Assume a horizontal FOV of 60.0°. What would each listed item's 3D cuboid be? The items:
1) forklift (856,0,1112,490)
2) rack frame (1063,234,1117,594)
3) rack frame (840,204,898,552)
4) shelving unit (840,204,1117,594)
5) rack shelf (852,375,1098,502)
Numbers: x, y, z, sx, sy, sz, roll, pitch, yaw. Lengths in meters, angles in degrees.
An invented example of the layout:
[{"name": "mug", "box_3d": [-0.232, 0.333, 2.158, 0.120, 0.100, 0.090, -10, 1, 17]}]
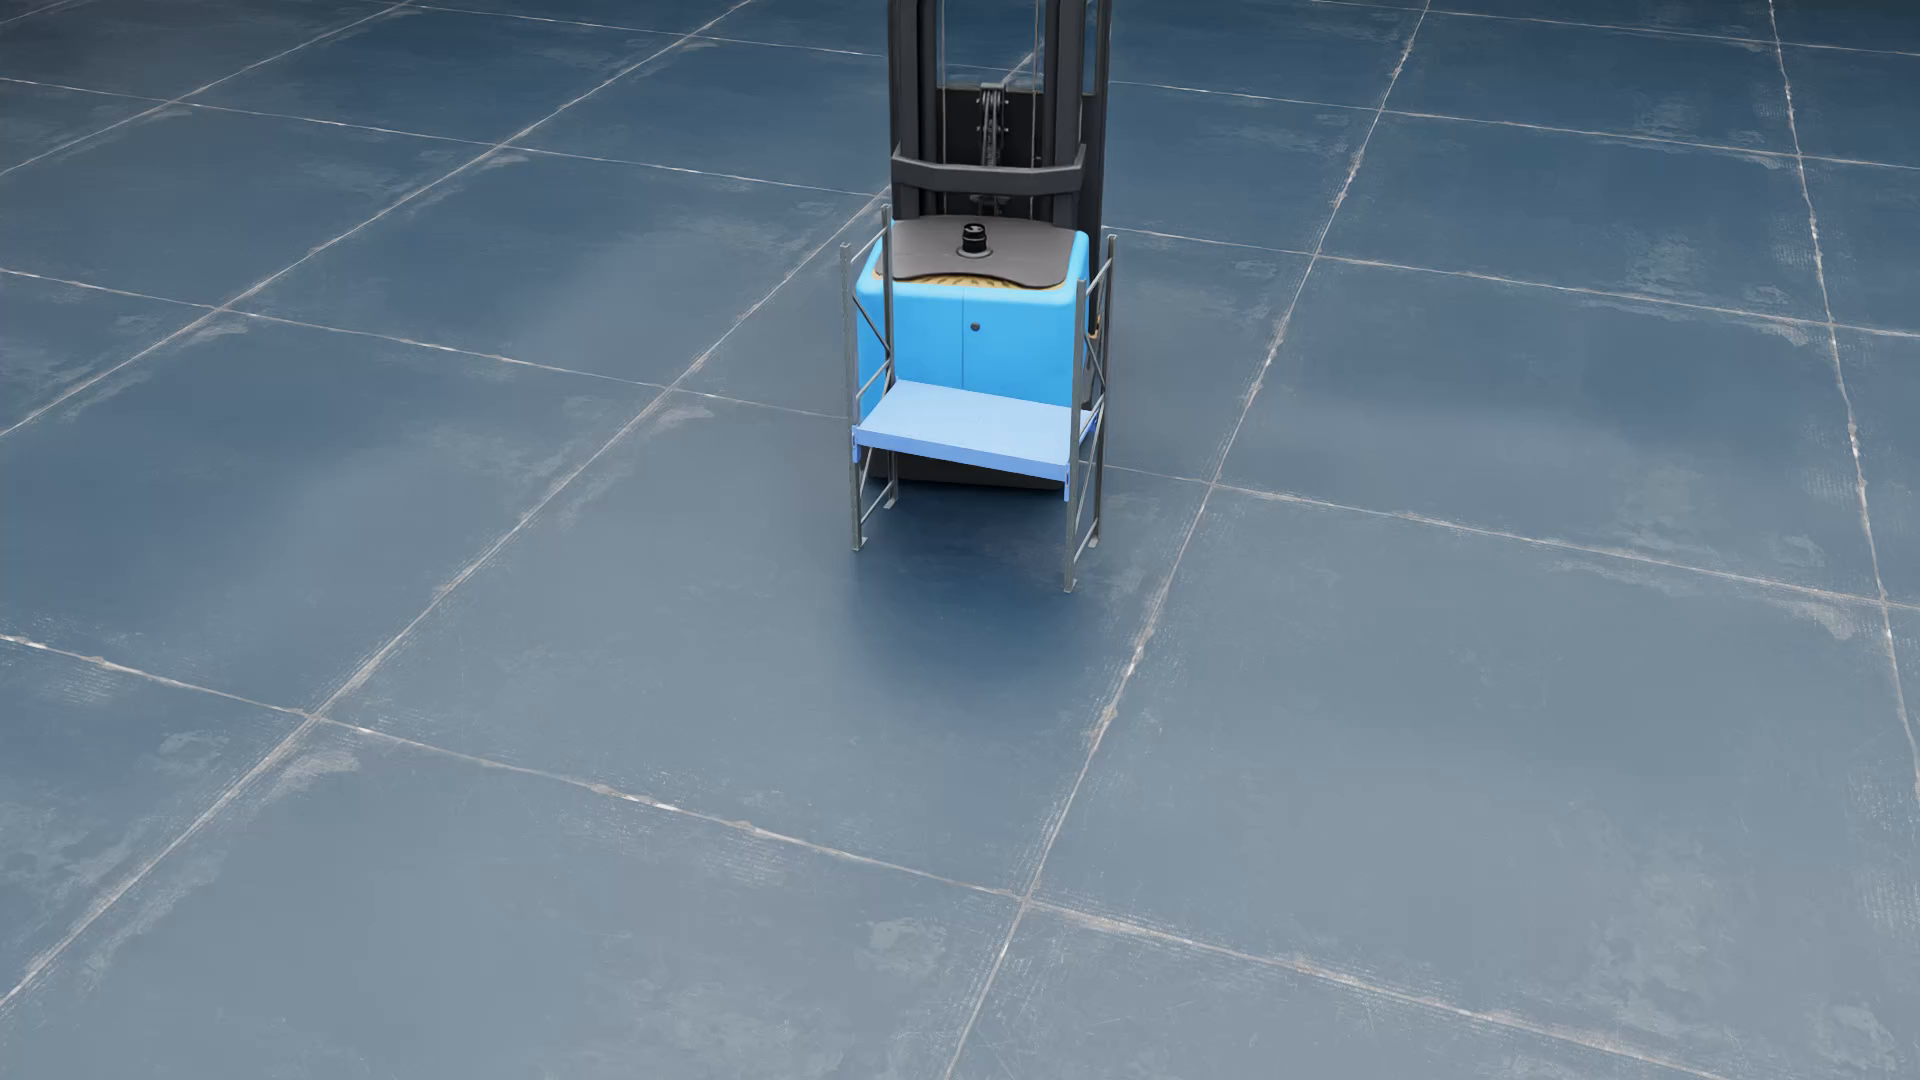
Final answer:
[{"name": "forklift", "box_3d": [0.225, -2.258, 8.545, 1.130, 2.935, 3.031, 4, 33, 7]}, {"name": "rack frame", "box_3d": [0.559, -0.521, 7.175, 0.032, 1.500, 0.500, 11, 34, 16]}, {"name": "rack frame", "box_3d": [-0.398, -0.708, 7.463, 0.032, 1.500, 0.500, 11, 34, 16]}, {"name": "shelving unit", "box_3d": [0.080, -0.614, 7.319, 1.048, 1.500, 0.538, 11, 34, 16]}, {"name": "rack shelf", "box_3d": [0.080, -0.463, 7.417, 1.000, 0.185, 0.538, 11, 34, 16]}]
